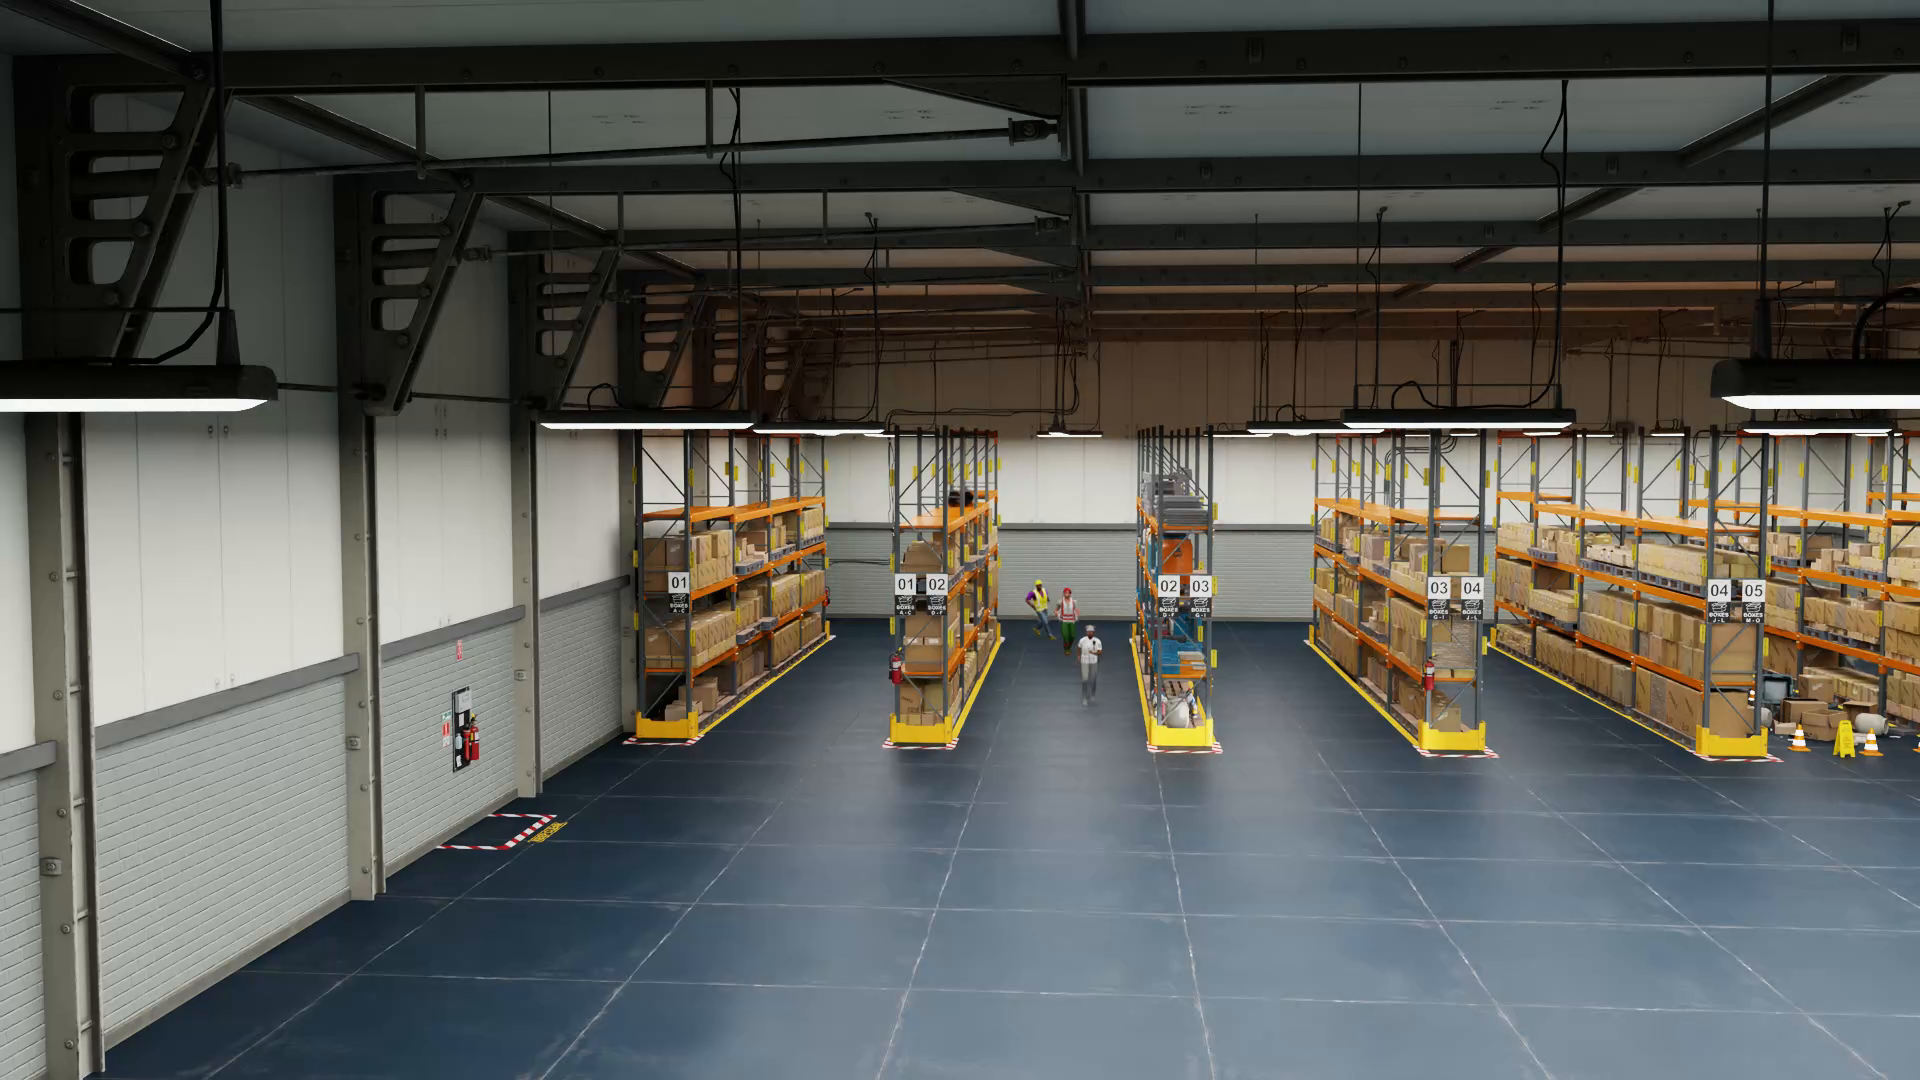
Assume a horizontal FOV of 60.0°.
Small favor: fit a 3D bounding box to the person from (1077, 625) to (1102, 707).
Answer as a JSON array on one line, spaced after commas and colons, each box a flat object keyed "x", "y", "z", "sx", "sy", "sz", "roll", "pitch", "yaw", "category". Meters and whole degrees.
[{"x": 2.807, "y": 2.709, "z": 36.038, "sx": 0.548, "sy": 1.753, "sz": 0.751, "roll": 0, "pitch": 3, "yaw": 4, "category": "person"}]

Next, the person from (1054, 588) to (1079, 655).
[{"x": 2.714, "y": 2.069, "z": 42.084, "sx": 0.653, "sy": 1.732, "sz": 0.576, "roll": 0, "pitch": 3, "yaw": -6, "category": "person"}]

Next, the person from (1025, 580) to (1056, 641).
[{"x": 2.264, "y": 2.002, "z": 47.635, "sx": 0.705, "sy": 1.730, "sz": 0.939, "roll": -3, "pitch": 5, "yaw": -41, "category": "person"}]

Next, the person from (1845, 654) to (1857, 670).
[{"x": 21.586, "y": 2.448, "z": 40.144, "sx": 0.686, "sy": 1.722, "sz": 0.589, "roll": 0, "pitch": 3, "yaw": 7, "category": "person"}]
